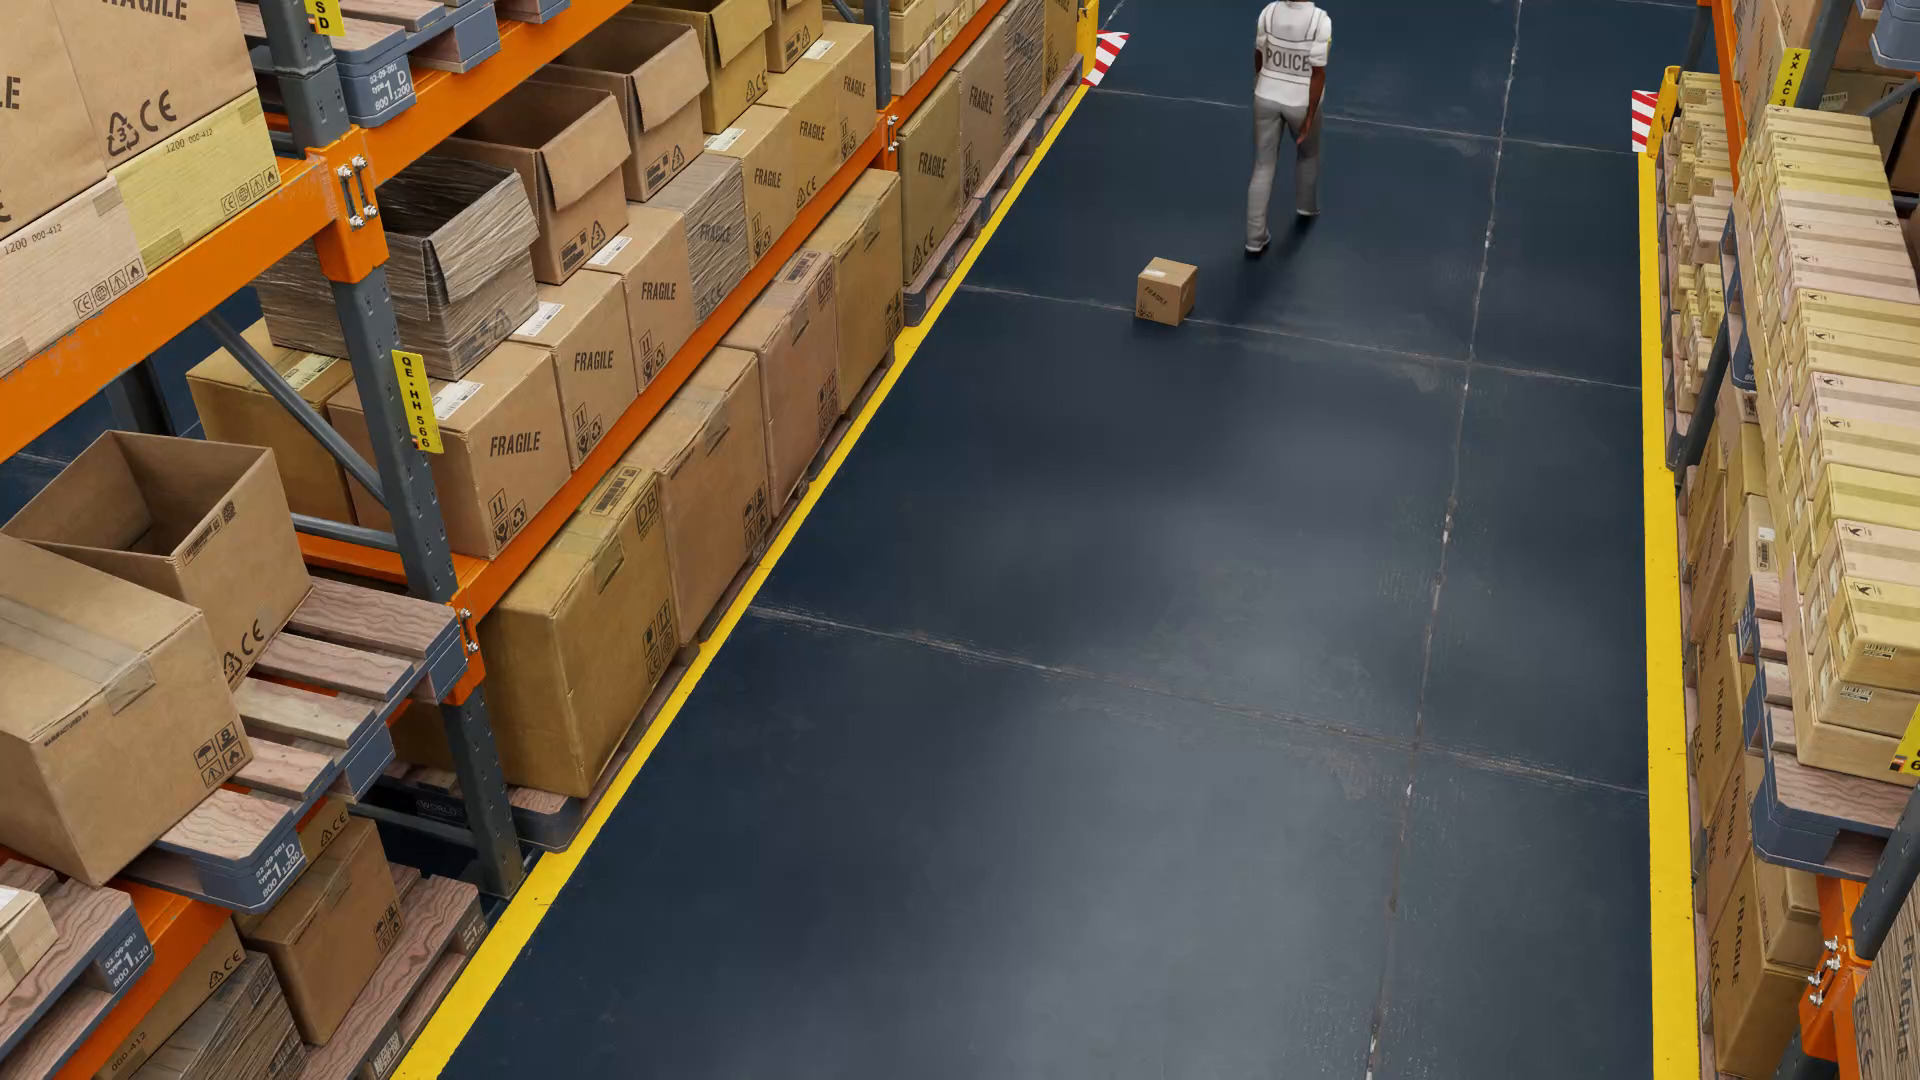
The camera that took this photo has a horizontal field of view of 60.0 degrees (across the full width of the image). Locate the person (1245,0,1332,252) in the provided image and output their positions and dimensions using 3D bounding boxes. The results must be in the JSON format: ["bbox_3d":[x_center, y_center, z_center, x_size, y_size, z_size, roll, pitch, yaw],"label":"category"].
[{"bbox_3d":[1.873,-2.518,9.434,0.447,1.693,0.835,15,40,19],"label":"person"}]
